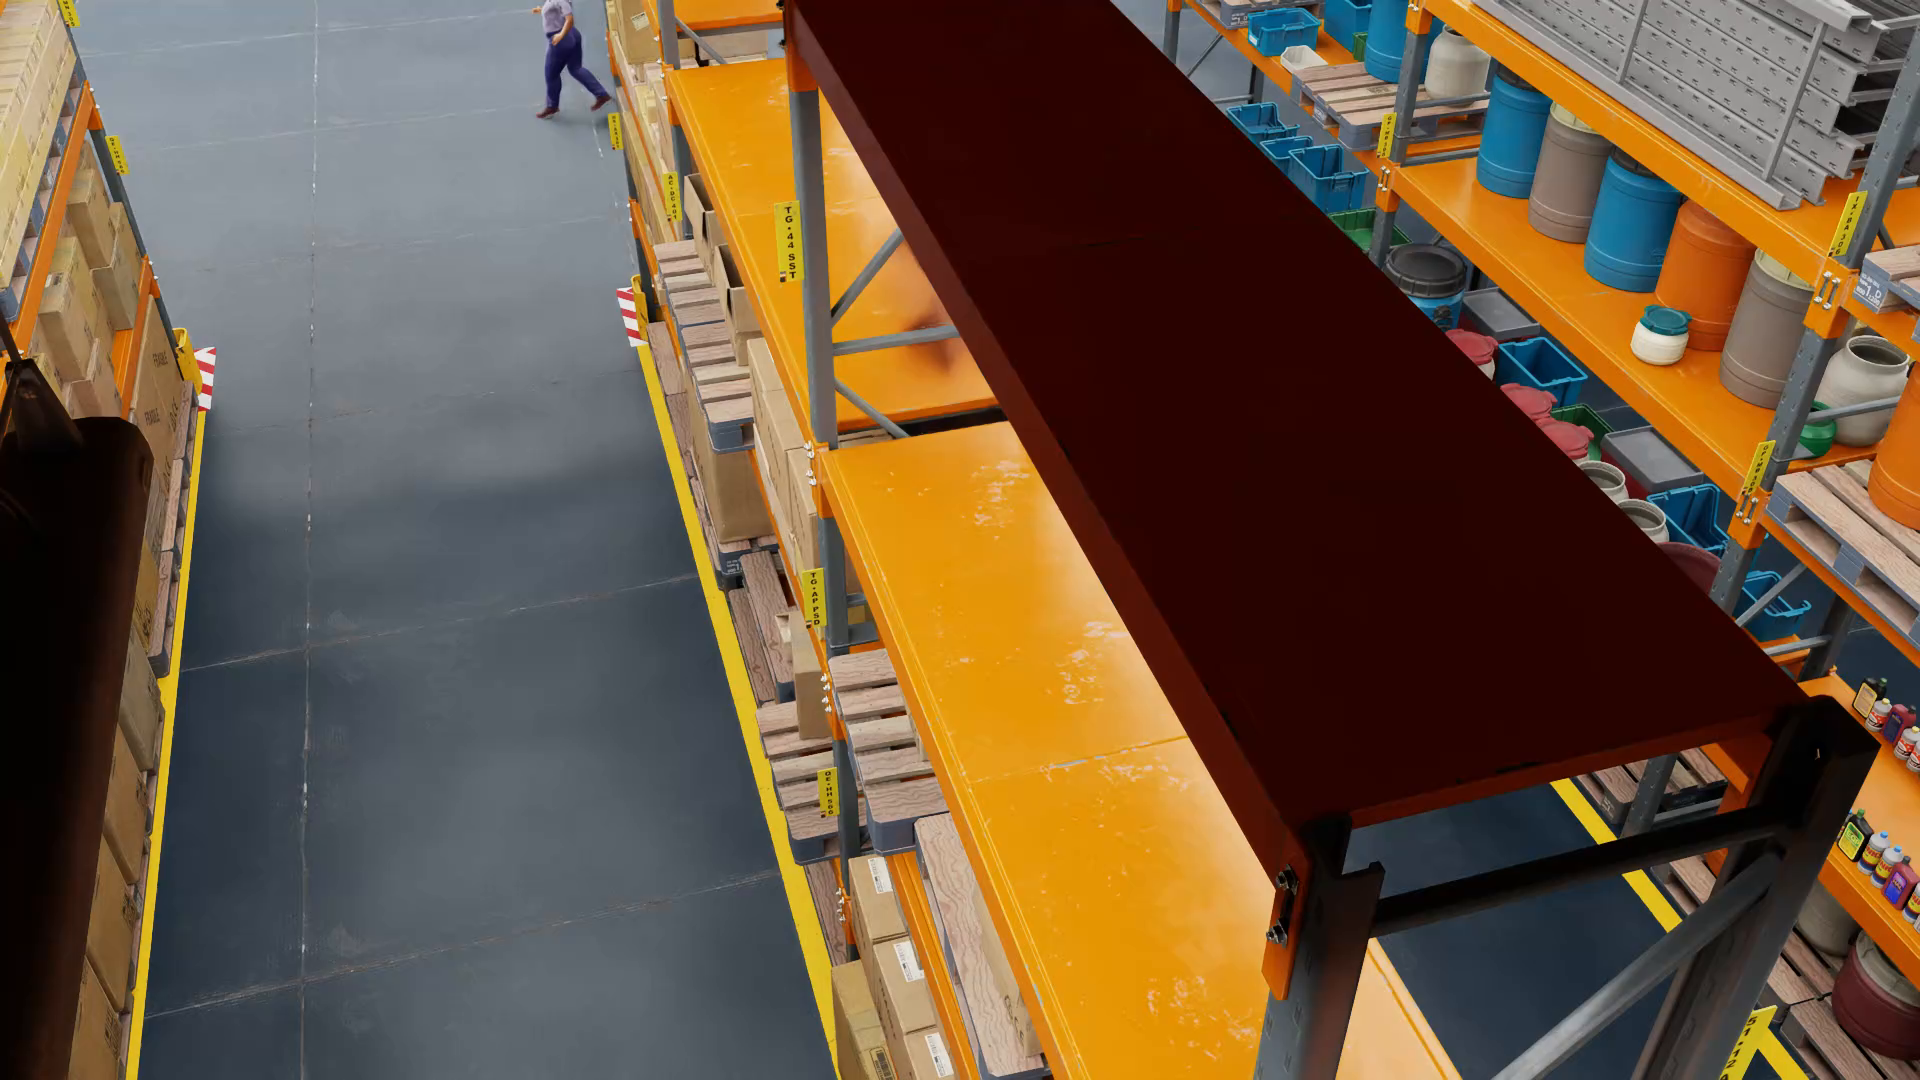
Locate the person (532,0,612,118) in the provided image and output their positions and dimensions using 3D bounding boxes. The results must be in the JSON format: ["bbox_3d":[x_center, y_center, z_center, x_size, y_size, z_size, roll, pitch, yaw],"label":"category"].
[{"bbox_3d":[-4.374,-5.483,18.392,0.876,1.669,0.598,6,39,8],"label":"person"}]
